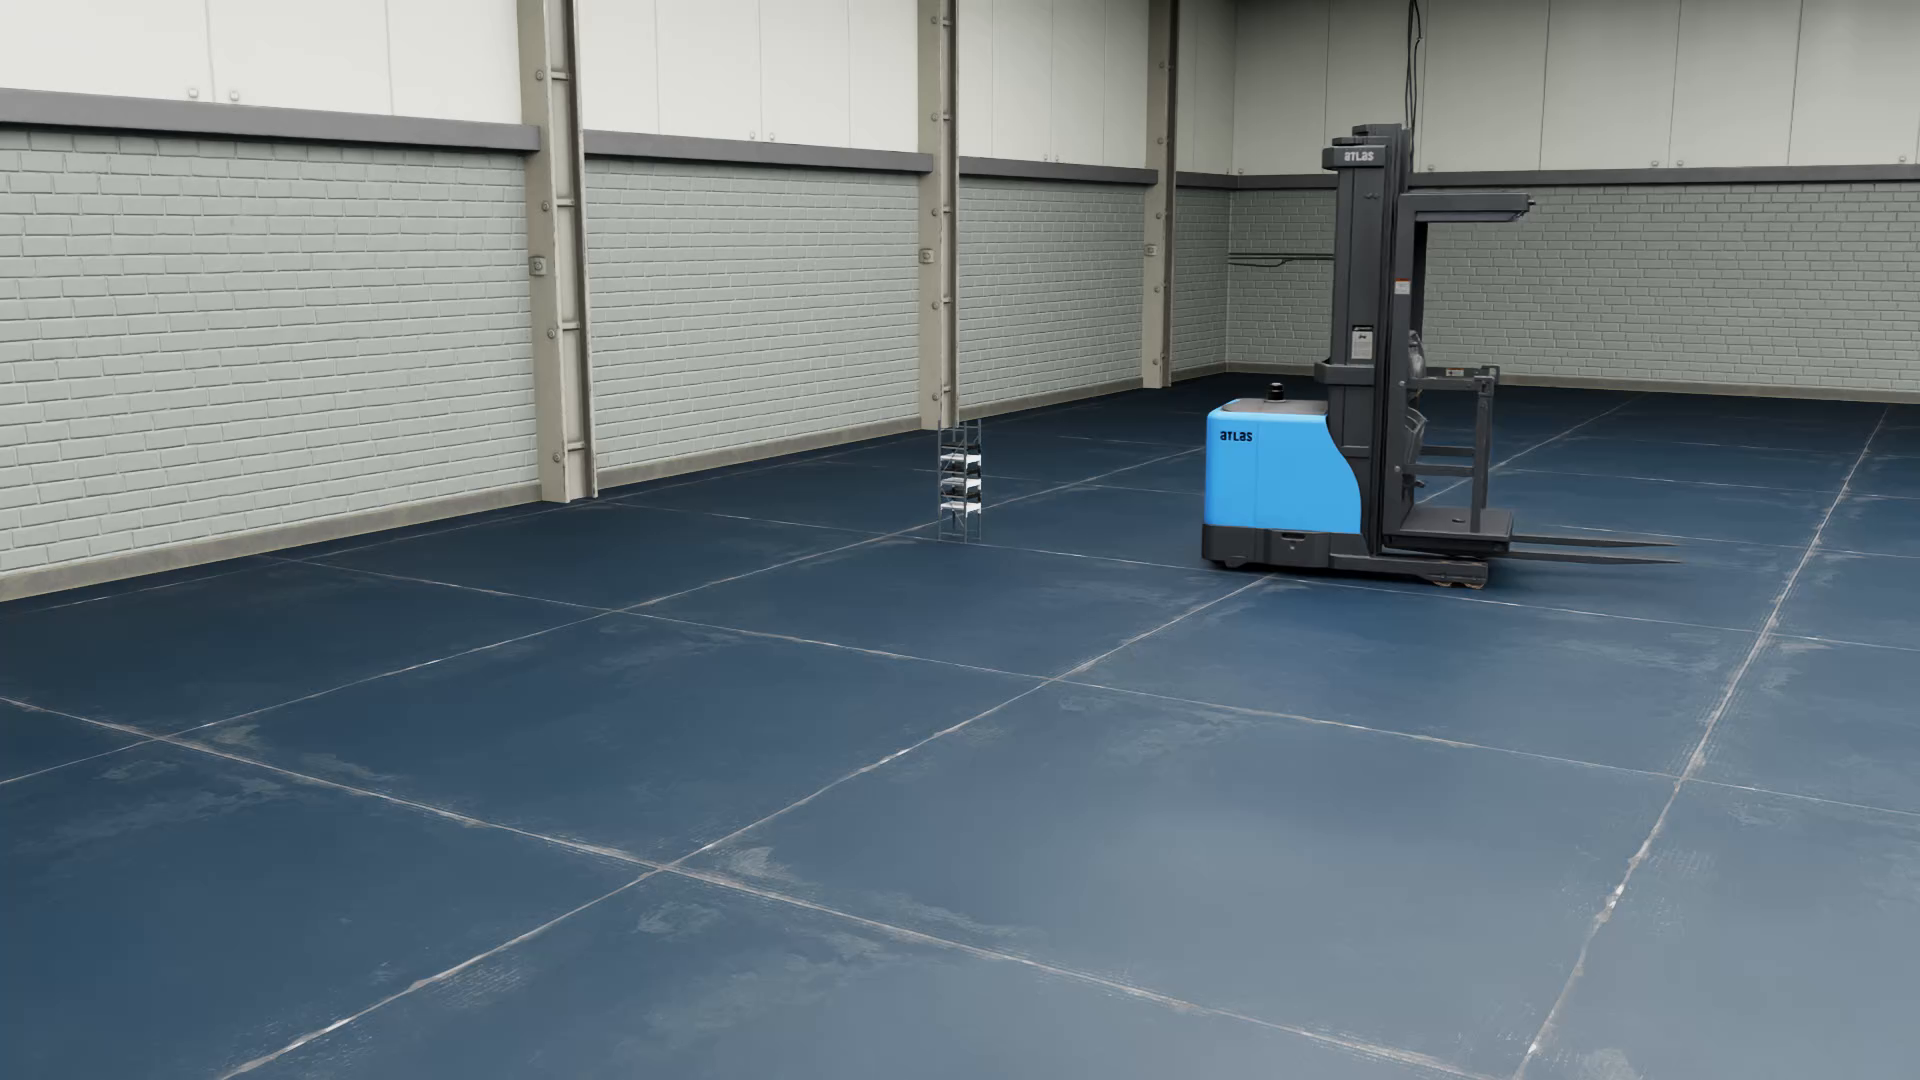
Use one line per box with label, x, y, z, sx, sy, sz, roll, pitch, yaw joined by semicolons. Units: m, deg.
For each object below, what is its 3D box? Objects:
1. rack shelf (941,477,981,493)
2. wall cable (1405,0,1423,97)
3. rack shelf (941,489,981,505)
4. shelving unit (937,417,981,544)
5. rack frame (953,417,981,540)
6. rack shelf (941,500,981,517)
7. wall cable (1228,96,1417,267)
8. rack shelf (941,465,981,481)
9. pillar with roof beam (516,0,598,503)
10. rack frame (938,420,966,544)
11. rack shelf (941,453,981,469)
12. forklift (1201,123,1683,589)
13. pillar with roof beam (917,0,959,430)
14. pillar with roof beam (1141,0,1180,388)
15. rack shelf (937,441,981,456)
rack shelf;-0.004;-0.408;12.285;0.258;0.077;0.200;6;12;31
wall cable;7.844;-7.703;23.775;3.097;2.526;0.112;6;12;31
rack shelf;-0.004;-0.320;12.302;0.258;0.077;0.200;6;12;31
shelving unit;-0.004;-0.441;12.279;0.258;0.900;0.210;6;12;31
rack frame;0.049;-0.457;12.364;0.240;0.900;0.006;6;12;31
rack shelf;-0.004;-0.231;12.318;0.258;0.077;0.200;6;12;31
wall cable;5.532;-5.479;25.620;3.097;2.526;0.112;6;12;31
rack shelf;-0.004;-0.497;12.269;0.258;0.077;0.200;6;12;31
pillar with roof beam;0.321;-4.370;11.257;9.100;9.000;0.400;6;12;31
rack frame;-0.057;-0.425;12.194;0.240;0.900;0.006;6;12;31
rack shelf;-0.004;-0.585;12.252;0.258;0.077;0.200;6;12;31
forklift;3.220;-1.237;11.010;3.031;2.935;1.130;4;11;19
pillar with roof beam;3.436;-5.314;16.297;9.100;9.000;0.400;6;12;31
pillar with roof beam;6.552;-6.257;21.338;9.100;9.000;0.400;6;12;31
rack shelf;-0.004;-0.674;12.236;0.258;0.077;0.200;6;12;31
